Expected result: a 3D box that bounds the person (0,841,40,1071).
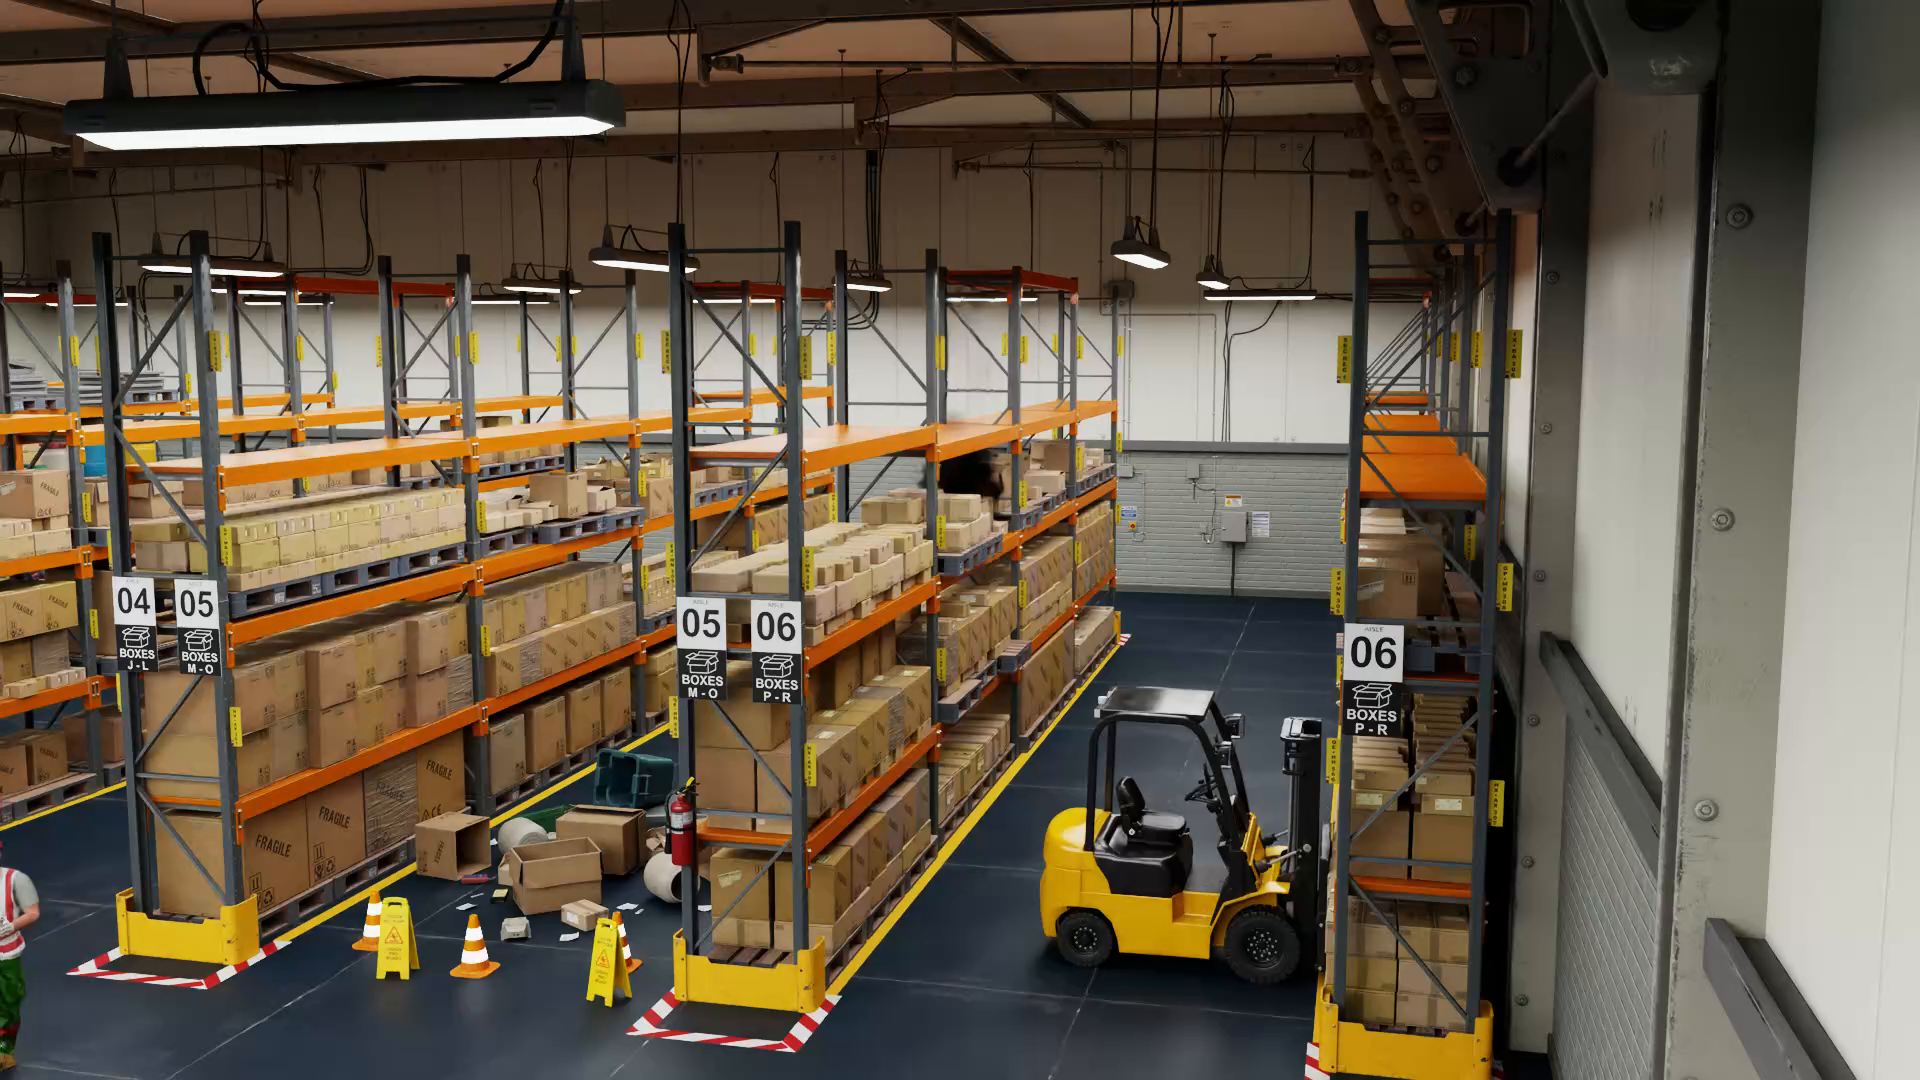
[{"bbox_3d":[-6.656,2.863,11.399,0.646,1.754,0.739,-4,8,-32],"label":"person"}]
